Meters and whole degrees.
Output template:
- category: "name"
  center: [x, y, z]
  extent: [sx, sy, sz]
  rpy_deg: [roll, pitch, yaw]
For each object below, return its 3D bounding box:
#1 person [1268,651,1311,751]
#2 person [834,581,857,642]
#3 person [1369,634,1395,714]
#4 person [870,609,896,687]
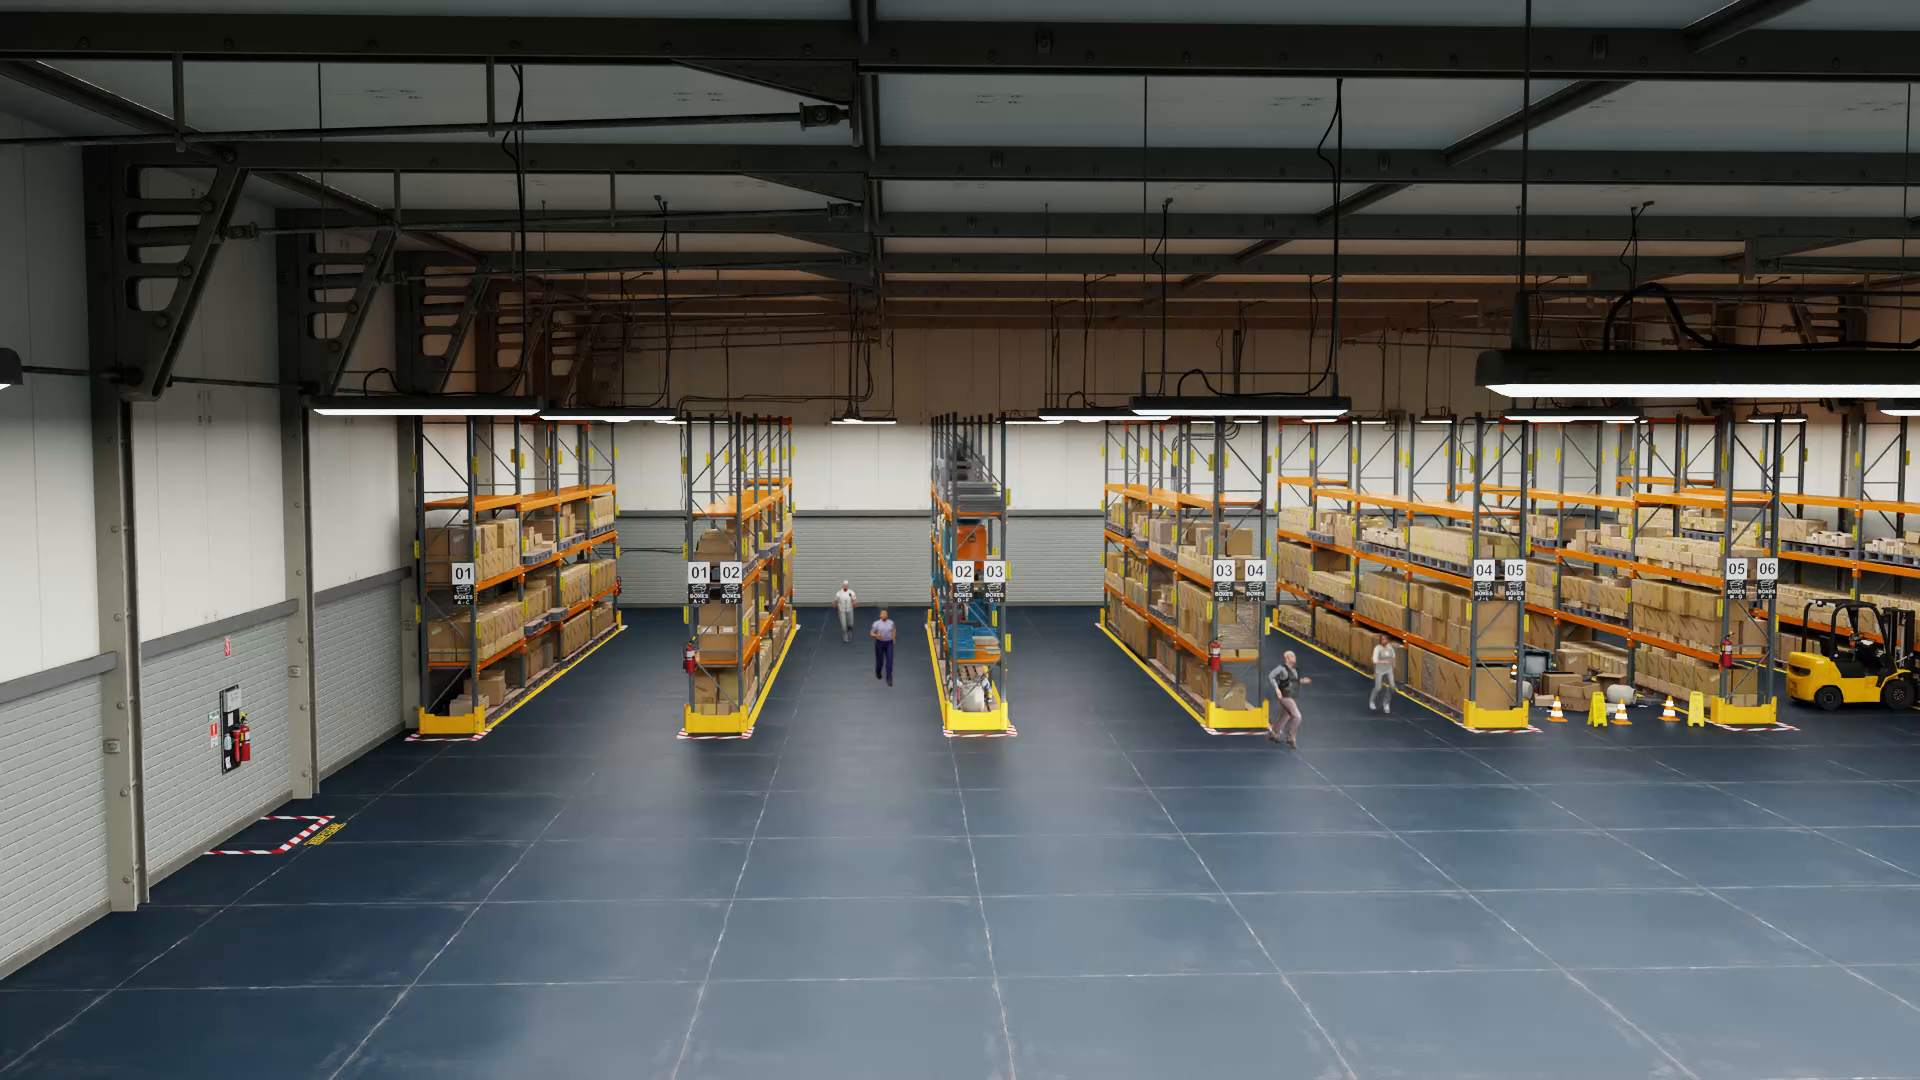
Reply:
- category: "person"
  center: [5.845, 2.849, 29.624]
  extent: [0.783, 1.765, 0.653]
  rpy_deg: [3, 5, 38]
- category: "person"
  center: [-3.050, 1.904, 44.341]
  extent: [0.594, 1.609, 0.556]
  rpy_deg: [-1, 4, -7]
- category: "person"
  center: [8.470, 2.660, 33.218]
  extent: [0.546, 1.596, 0.815]
  rpy_deg: [0, 4, -6]
- category: "person"
  center: [-1.663, 2.336, 36.444]
  extent: [0.606, 1.643, 0.925]
  rpy_deg: [-1, 4, -14]
